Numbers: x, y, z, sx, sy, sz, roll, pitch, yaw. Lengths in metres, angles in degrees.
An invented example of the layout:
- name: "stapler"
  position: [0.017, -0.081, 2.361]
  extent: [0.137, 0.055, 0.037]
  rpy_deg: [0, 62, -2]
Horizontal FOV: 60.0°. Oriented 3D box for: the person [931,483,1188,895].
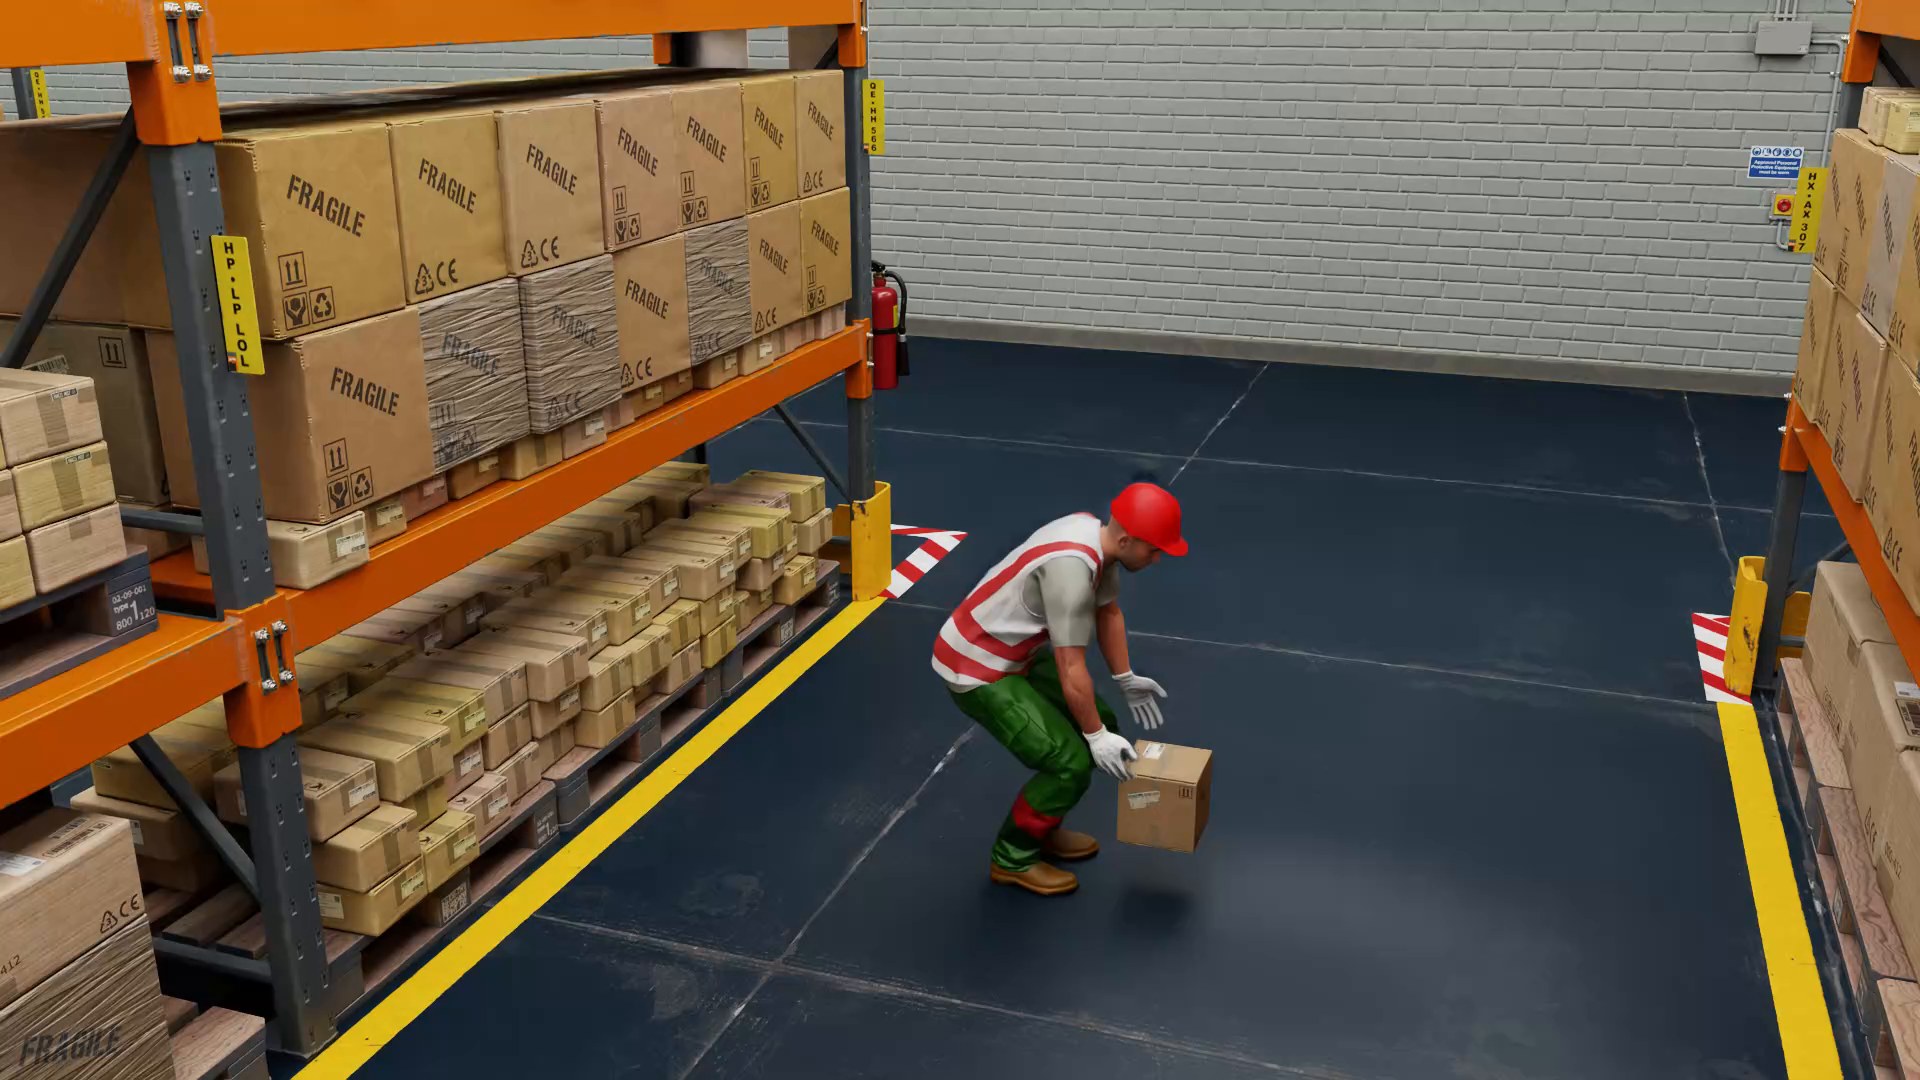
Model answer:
- name: "person"
  position: [0.323, 0.443, 5.383]
  extent: [0.793, 1.354, 0.585]
  rpy_deg: [6, 19, 18]
